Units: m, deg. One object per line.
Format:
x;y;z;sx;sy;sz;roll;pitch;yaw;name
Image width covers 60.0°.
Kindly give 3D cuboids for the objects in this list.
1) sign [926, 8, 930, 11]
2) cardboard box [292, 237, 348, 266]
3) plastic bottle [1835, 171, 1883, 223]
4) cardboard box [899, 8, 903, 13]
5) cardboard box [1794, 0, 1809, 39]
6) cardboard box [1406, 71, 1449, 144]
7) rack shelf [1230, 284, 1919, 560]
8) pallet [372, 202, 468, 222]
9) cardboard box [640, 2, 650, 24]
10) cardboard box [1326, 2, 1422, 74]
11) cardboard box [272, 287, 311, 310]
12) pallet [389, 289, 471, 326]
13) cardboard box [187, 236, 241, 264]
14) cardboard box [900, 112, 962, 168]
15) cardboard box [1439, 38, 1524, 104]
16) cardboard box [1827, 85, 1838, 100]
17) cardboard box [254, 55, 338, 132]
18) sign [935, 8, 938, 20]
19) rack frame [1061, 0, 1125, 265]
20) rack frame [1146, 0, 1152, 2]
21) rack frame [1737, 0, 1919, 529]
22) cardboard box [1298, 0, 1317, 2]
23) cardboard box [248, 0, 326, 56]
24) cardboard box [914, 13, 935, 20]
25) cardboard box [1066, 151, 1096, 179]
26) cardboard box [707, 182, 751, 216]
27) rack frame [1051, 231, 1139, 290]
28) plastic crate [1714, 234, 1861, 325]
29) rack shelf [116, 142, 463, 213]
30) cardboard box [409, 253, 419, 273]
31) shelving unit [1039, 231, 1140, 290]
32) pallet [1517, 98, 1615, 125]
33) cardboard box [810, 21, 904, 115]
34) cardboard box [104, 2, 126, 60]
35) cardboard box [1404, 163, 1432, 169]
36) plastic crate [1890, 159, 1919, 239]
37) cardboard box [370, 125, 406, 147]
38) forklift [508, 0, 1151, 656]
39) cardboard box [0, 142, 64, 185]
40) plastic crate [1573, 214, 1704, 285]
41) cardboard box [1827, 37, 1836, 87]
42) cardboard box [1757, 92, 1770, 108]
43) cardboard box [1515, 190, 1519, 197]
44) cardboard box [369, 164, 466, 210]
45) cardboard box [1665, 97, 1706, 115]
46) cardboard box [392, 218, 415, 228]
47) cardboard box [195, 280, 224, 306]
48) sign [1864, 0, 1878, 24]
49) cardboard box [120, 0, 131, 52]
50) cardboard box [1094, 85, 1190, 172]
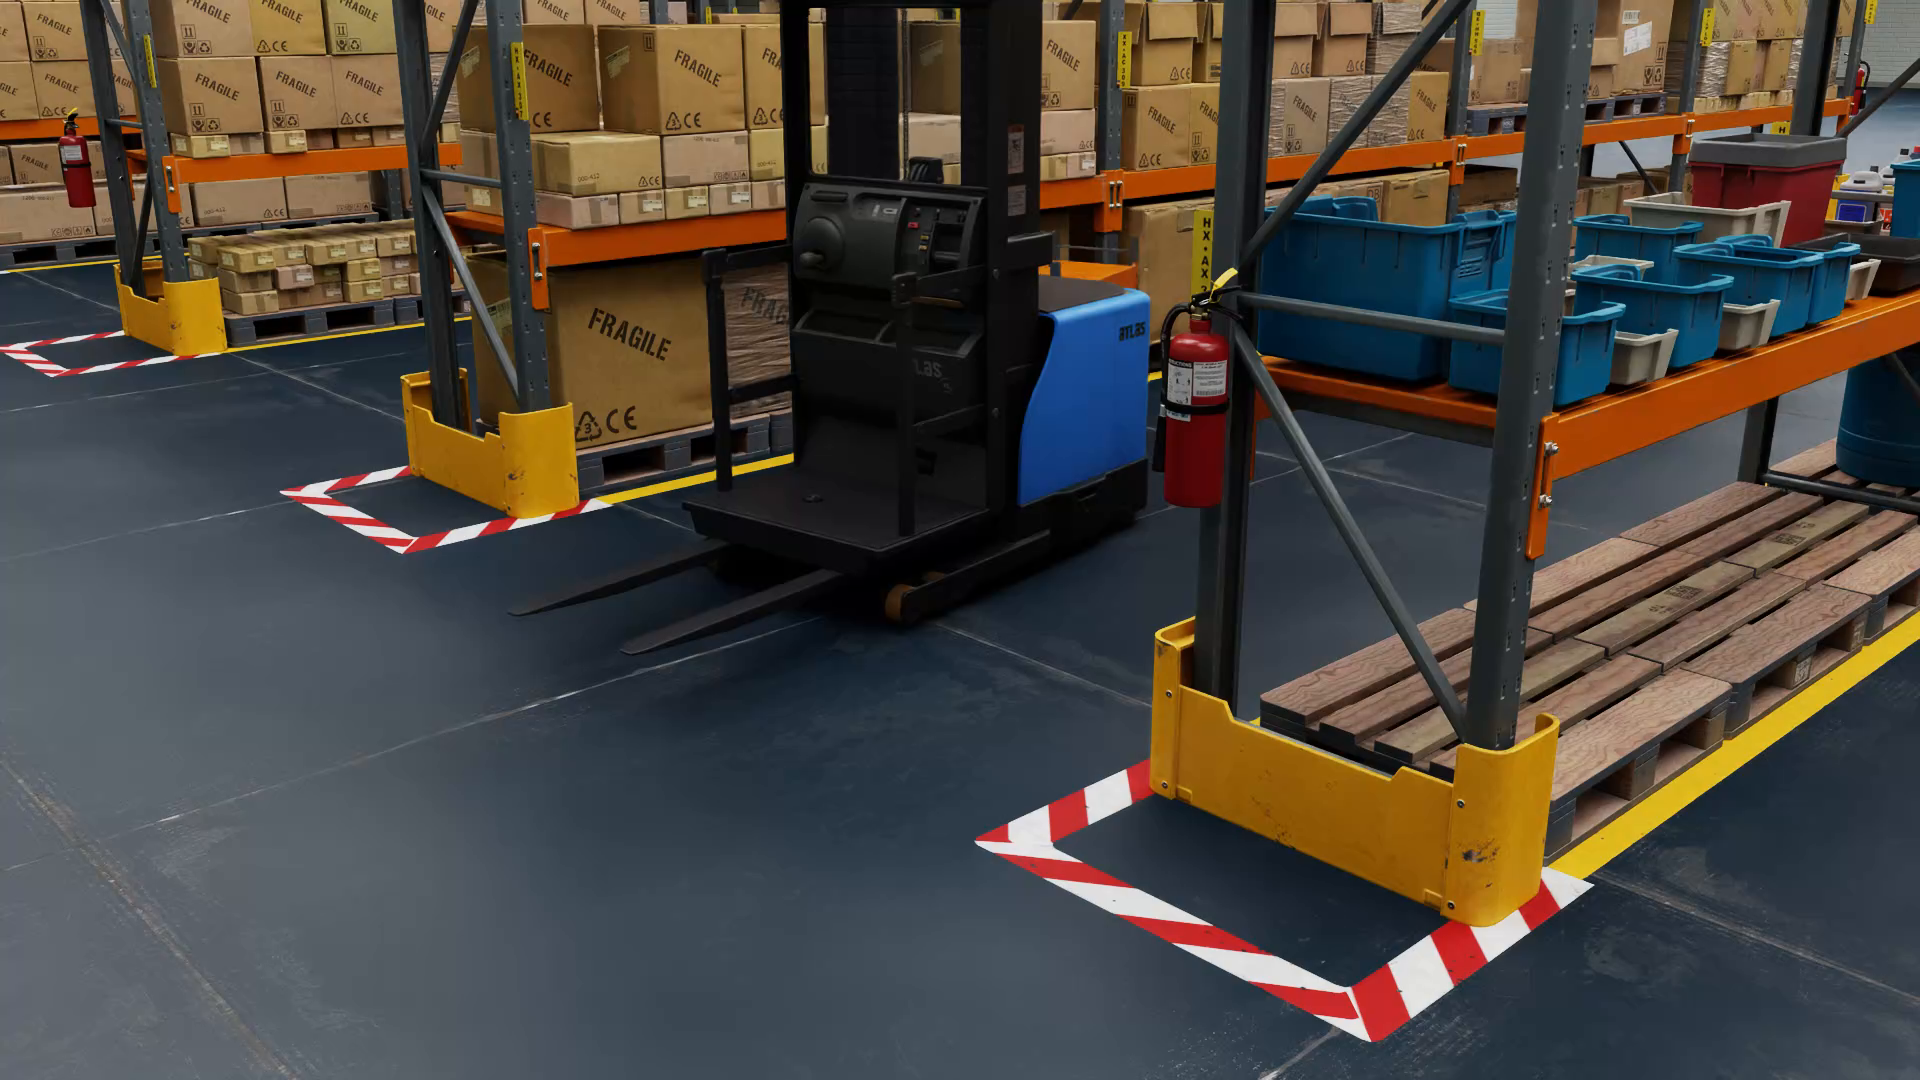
-0.543;-8.951;27.966;0.005;0.325;0.100;-16;24;-41;sign
-4.641;-2.094;12.055;0.250;0.149;0.380;-16;24;-41;cardboard box
4.064;-1.524;7.522;0.135;0.276;0.152;-16;24;-41;plastic bottle
-0.984;-7.130;22.234;0.250;0.149;0.380;-16;24;-41;cardboard box
8.361;-5.360;16.886;0.500;0.500;0.500;-16;24;-41;cardboard box
3.315;-3.272;12.550;0.500;0.500;0.500;-15;23;-39;cardboard box
2.546;-0.661;5.825;4.000;0.370;1.077;-16;24;-41;rack shelf
-5.703;-3.611;18.281;1.213;0.211;1.003;-16;24;-41;pallet
-3.869;-5.850;18.879;0.500;0.500;0.500;-16;24;-40;cardboard box
2.960;-3.758;12.422;0.637;0.503;0.797;-15;23;-39;cardboard box
-4.910;-1.779;12.049;0.250;0.149;0.380;-16;24;-41;cardboard box
-4.088;-1.933;13.105;1.213;0.211;1.003;-16;24;-41;pallet
-5.434;-2.118;12.129;0.250;0.149;0.380;-16;24;-40;cardboard box
-0.289;-2.236;9.279;0.500;0.250;0.500;-16;24;-40;cardboard box
4.205;-3.896;13.793;0.500;0.500;0.700;-12;22;-33;cardboard box
9.250;-4.853;17.997;0.250;0.149;0.380;-16;24;-41;cardboard box
-4.757;-3.163;11.734;0.500;0.500;0.500;-16;24;-41;cardboard box
-0.215;-5.192;16.756;0.005;0.325;0.100;-16;24;-41;sign
0.596;-2.537;10.445;0.127;3.000;1.000;-16;24;-41;rack frame
2.507;-7.300;25.137;0.127;3.000;1.000;-16;24;-41;rack frame
3.999;-1.427;7.021;0.127;3.000;1.000;-16;24;-41;rack frame
3.686;-6.163;19.635;0.550;0.550;0.875;-16;24;-41;cardboard box
-4.774;-3.631;11.554;0.500;0.500;0.500;-15;23;-39;cardboard box
-0.577;-6.692;21.936;0.500;0.500;0.500;-17;24;-42;cardboard box
0.600;-2.279;10.058;0.250;0.149;0.380;-16;24;-41;cardboard box
-1.265;-1.735;8.381;0.250;0.149;0.380;-17;24;-42;cardboard box
0.718;-1.100;9.052;0.500;1.125;0.032;9;20;26;rack frame
2.673;-0.849;5.414;0.300;0.233;0.416;-16;24;-41;plastic crate
-4.191;-2.904;12.743;4.000;0.370;1.077;-16;24;-41;rack shelf
-4.175;-2.152;12.718;0.250;0.149;0.380;-15;23;-38;cardboard box
0.486;-0.960;8.622;0.538;1.125;1.048;9;20;26;shelving unit
4.913;-3.722;14.411;1.213;0.211;1.003;-16;24;-41;pallet
-0.665;-2.705;9.510;0.500;0.500;0.500;17;25;42;cardboard box
-7.835;-4.693;15.312;0.500;0.500;0.500;-16;24;-41;cardboard box
5.534;-5.243;21.556;0.875;0.875;0.875;-16;24;-40;cardboard box
3.894;-1.272;6.474;0.575;0.384;0.392;-16;24;-41;plastic crate
-4.288;-2.989;12.249;0.250;0.149;0.380;-17;24;-42;cardboard box
-0.431;-1.229;6.523;1.130;2.935;3.031;14;22;36;forklift
-10.921;-4.403;19.572;0.500;0.500;0.500;-16;24;-40;cardboard box
2.409;-1.021;5.943;0.300;0.233;0.416;-16;24;-41;plastic crate
8.616;-5.025;17.476;0.500;0.500;0.875;-16;24;-41;cardboard box
7.853;-4.411;16.634;0.250;0.149;0.380;-16;24;-41;cardboard box
4.777;-2.793;14.575;0.500;0.500;0.700;-14;23;-36;cardboard box
-5.817;-4.096;18.018;0.875;0.875;0.875;-15;23;-39;cardboard box
6.772;-4.090;15.645;0.250;0.149;0.380;-16;24;-41;cardboard box
-4.284;-2.444;13.137;0.250;0.149;0.380;-16;24;-41;cardboard box
-5.405;-1.824;12.188;0.250;0.149;0.380;-16;24;-40;cardboard box
9.683;-5.652;17.663;0.005;0.325;0.100;-16;24;-41;sign
-5.483;-3.639;11.581;0.500;0.500;0.500;-17;24;-42;cardboard box
1.102;-2.626;10.557;0.500;0.500;0.500;-16;24;-41;cardboard box
